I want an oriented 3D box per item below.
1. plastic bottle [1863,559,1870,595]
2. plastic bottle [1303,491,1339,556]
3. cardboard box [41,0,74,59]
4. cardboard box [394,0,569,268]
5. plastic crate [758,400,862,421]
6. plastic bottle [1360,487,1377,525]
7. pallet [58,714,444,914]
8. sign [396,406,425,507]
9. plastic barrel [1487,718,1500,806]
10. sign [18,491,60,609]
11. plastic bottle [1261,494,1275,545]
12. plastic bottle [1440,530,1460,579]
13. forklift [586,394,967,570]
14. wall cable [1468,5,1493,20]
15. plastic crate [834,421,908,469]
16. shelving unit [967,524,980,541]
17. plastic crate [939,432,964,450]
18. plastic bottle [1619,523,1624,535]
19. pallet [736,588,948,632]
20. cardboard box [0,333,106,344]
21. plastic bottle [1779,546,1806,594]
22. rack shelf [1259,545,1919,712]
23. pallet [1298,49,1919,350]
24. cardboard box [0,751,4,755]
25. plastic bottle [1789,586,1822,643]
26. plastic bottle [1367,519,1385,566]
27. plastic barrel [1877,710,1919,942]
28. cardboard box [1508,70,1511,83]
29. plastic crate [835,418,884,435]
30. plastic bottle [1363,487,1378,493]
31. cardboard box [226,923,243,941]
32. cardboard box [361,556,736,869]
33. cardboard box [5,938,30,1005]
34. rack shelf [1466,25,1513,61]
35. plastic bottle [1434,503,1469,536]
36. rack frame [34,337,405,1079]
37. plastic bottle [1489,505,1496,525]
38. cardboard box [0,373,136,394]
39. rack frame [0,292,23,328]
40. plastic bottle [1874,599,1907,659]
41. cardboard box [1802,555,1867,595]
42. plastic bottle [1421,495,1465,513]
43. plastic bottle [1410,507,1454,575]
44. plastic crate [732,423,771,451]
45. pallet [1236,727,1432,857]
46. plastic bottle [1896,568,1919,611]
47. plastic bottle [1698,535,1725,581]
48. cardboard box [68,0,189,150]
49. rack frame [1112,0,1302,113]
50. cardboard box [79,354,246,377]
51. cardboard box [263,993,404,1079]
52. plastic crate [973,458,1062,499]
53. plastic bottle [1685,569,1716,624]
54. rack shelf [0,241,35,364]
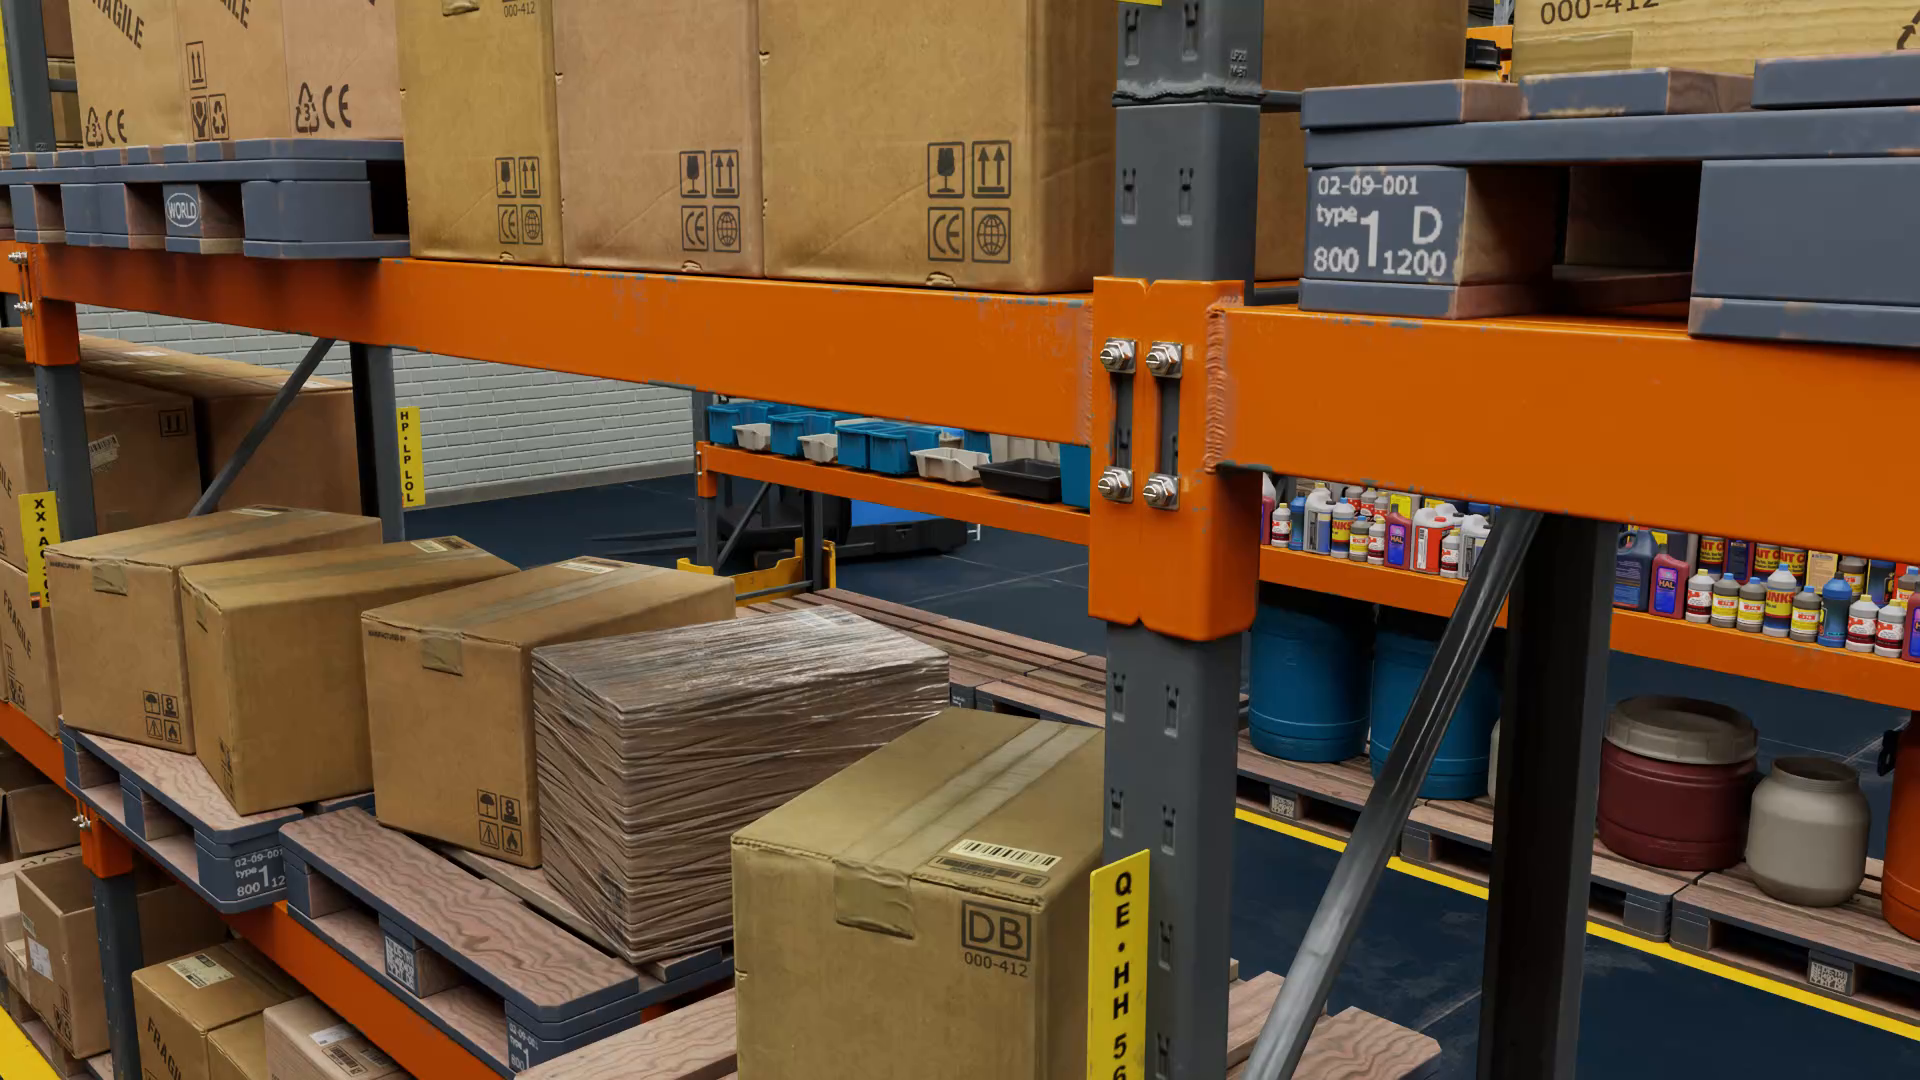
[{"bbox_3d":[3.704,0.125,6.662,0.061,0.283,0.133,-11,16,-43],"label":"plastic bottle"},{"bbox_3d":[1.682,-0.080,7.673,0.152,0.276,0.135,-11,16,-43],"label":"plastic bottle"},{"bbox_3d":[-2.563,-1.698,5.062,0.700,0.500,0.500,-11,16,-43],"label":"cardboard box"},{"bbox_3d":[-0.474,-0.769,3.027,0.910,0.500,0.500,-11,16,-43],"label":"cardboard box"},{"bbox_3d":[-1.010,-0.922,11.218,0.616,0.435,0.499,-11,16,-43],"label":"plastic crate"},{"bbox_3d":[2.040,-0.164,8.265,0.097,0.201,0.097,0,12,0],"label":"plastic bottle"},{"bbox_3d":[-1.727,0.601,4.537,1.003,0.211,1.213,-11,16,-43],"label":"pallet"},{"bbox_3d":[-1.801,-0.270,5.418,0.100,0.325,0.005,-11,16,-43],"label":"sign"},{"bbox_3d":[2.563,0.978,7.355,0.421,0.512,0.421,0,12,0],"label":"plastic barrel"},{"bbox_3d":[-2.587,0.028,4.697,0.100,0.325,0.005,-11,16,-43],"label":"sign"},{"bbox_3d":[1.422,-0.125,7.874,0.061,0.283,0.133,-11,16,-43],"label":"plastic bottle"},{"bbox_3d":[2.130,0.059,7.183,0.097,0.201,0.097,0,12,0],"label":"plastic bottle"},{"bbox_3d":[-1.499,-1.298,13.446,3.031,2.935,1.130,-5,13,-24],"label":"forklift"},{"bbox_3d":[7.828,-7.204,26.985,2.988,3.039,0.133,-11,16,-43],"label":"wall cable"},{"bbox_3d":[-0.535,-0.572,10.019,0.416,0.233,0.300,-11,16,-43],"label":"plastic crate"},{"bbox_3d":[-0.052,-0.620,14.450,0.258,1.200,0.503,-6,13,-27],"label":"shelving unit"},{"bbox_3d":[-0.065,-0.583,10.311,0.298,0.136,0.250,-11,16,-43],"label":"plastic crate"},{"bbox_3d":[2.893,-0.018,7.382,0.097,0.271,0.097,0,12,0],"label":"plastic bottle"},{"bbox_3d":[-0.835,0.593,11.009,1.003,0.211,1.213,-11,16,-43],"label":"pallet"},{"bbox_3d":[-4.106,-0.647,7.393,0.500,0.500,0.500,-10,16,-41],"label":"cardboard box"},{"bbox_3d":[3.452,0.083,6.896,0.097,0.271,0.097,0,12,0],"label":"plastic bottle"},{"bbox_3d":[2.767,0.330,7.161,1.077,0.370,4.000,-11,16,-43],"label":"rack shelf"},{"bbox_3d":[1.096,-0.331,1.620,1.213,0.211,1.003,-10,15,-40],"label":"pallet"},{"bbox_3d":[-4.446,1.114,7.292,0.500,0.250,0.500,-11,16,-43],"label":"cardboard box"},{"bbox_3d":[3.133,0.271,6.154,0.097,0.201,0.097,0,12,0],"label":"plastic bottle"},{"bbox_3d":[1.877,0.006,7.442,0.097,0.201,0.097,0,12,0],"label":"plastic bottle"},{"bbox_3d":[3.798,1.057,6.183,0.600,0.830,0.708,-11,16,-43],"label":"plastic barrel"},{"bbox_3d":[4.323,-3.283,12.085,0.500,0.250,0.500,10,16,41],"label":"cardboard box"},{"bbox_3d":[-0.683,-0.705,10.904,0.396,0.136,0.243,-11,16,-43],"label":"plastic crate"},{"bbox_3d":[2.084,-0.218,8.323,0.061,0.283,0.133,-11,16,-43],"label":"plastic bottle"},{"bbox_3d":[-2.333,1.385,5.828,0.500,0.311,0.500,-11,16,-43],"label":"cardboard box"},{"bbox_3d":[-0.935,0.370,3.895,0.500,0.500,0.700,7,14,31],"label":"cardboard box"},{"bbox_3d":[-3.100,1.466,5.837,0.380,0.149,0.250,-11,16,-43],"label":"cardboard box"},{"bbox_3d":[3.587,-3.687,12.779,1.077,0.370,4.000,-11,16,-43],"label":"rack shelf"},{"bbox_3d":[2.179,-0.019,7.379,0.152,0.276,0.135,-11,16,-43],"label":"plastic bottle"},{"bbox_3d":[-2.199,0.375,5.157,1.000,3.000,0.127,-11,16,-43],"label":"rack frame"},{"bbox_3d":[2.492,-0.114,7.841,0.152,0.276,0.135,-11,16,-43],"label":"plastic bottle"},{"bbox_3d":[-3.092,-0.276,5.590,0.500,0.500,0.500,-11,16,-44],"label":"cardboard box"},{"bbox_3d":[-4.962,-0.209,7.991,1.000,3.000,0.127,-11,16,-43],"label":"rack frame"},{"bbox_3d":[3.334,0.314,5.947,0.097,0.201,0.097,0,12,0],"label":"plastic bottle"},{"bbox_3d":[6.042,0.051,10.955,0.875,0.875,1.225,11,16,43],"label":"cardboard box"},{"bbox_3d":[2.281,-0.155,7.852,0.144,0.351,0.185,-11,16,-43],"label":"plastic bottle"},{"bbox_3d":[2.069,0.002,7.276,0.152,0.276,0.135,-11,16,-43],"label":"plastic bottle"},{"bbox_3d":[-1.283,-0.658,10.678,0.250,0.136,0.298,-11,16,-43],"label":"plastic crate"},{"bbox_3d":[1.888,1.170,8.211,1.003,0.211,1.213,-11,16,-43],"label":"pallet"},{"bbox_3d":[3.686,0.211,6.447,0.097,0.201,0.097,0,12,0],"label":"plastic bottle"},{"bbox_3d":[3.225,0.035,7.128,0.097,0.271,0.097,0,12,0],"label":"plastic bottle"},{"bbox_3d":[-1.905,-1.314,4.385,0.600,0.600,0.600,10,15,40],"label":"cardboard box"},{"bbox_3d":[0.563,-1.979,1.718,1.000,3.000,0.127,-11,16,-43],"label":"rack frame"},{"bbox_3d":[-3.033,-0.422,6.300,0.500,0.500,0.500,11,16,43],"label":"cardboard box"},{"bbox_3d":[-1.351,1.267,4.073,0.500,0.250,0.500,-11,16,-42],"label":"cardboard box"},{"bbox_3d":[0.418,-0.335,9.138,0.437,0.125,0.590,-11,16,-43],"label":"plastic crate"},{"bbox_3d":[2.864,0.214,6.430,0.097,0.201,0.097,0,12,0],"label":"plastic bottle"},{"bbox_3d":[-3.581,-1.034,6.344,1.077,0.370,4.000,-11,16,-43],"label":"rack shelf"}]
